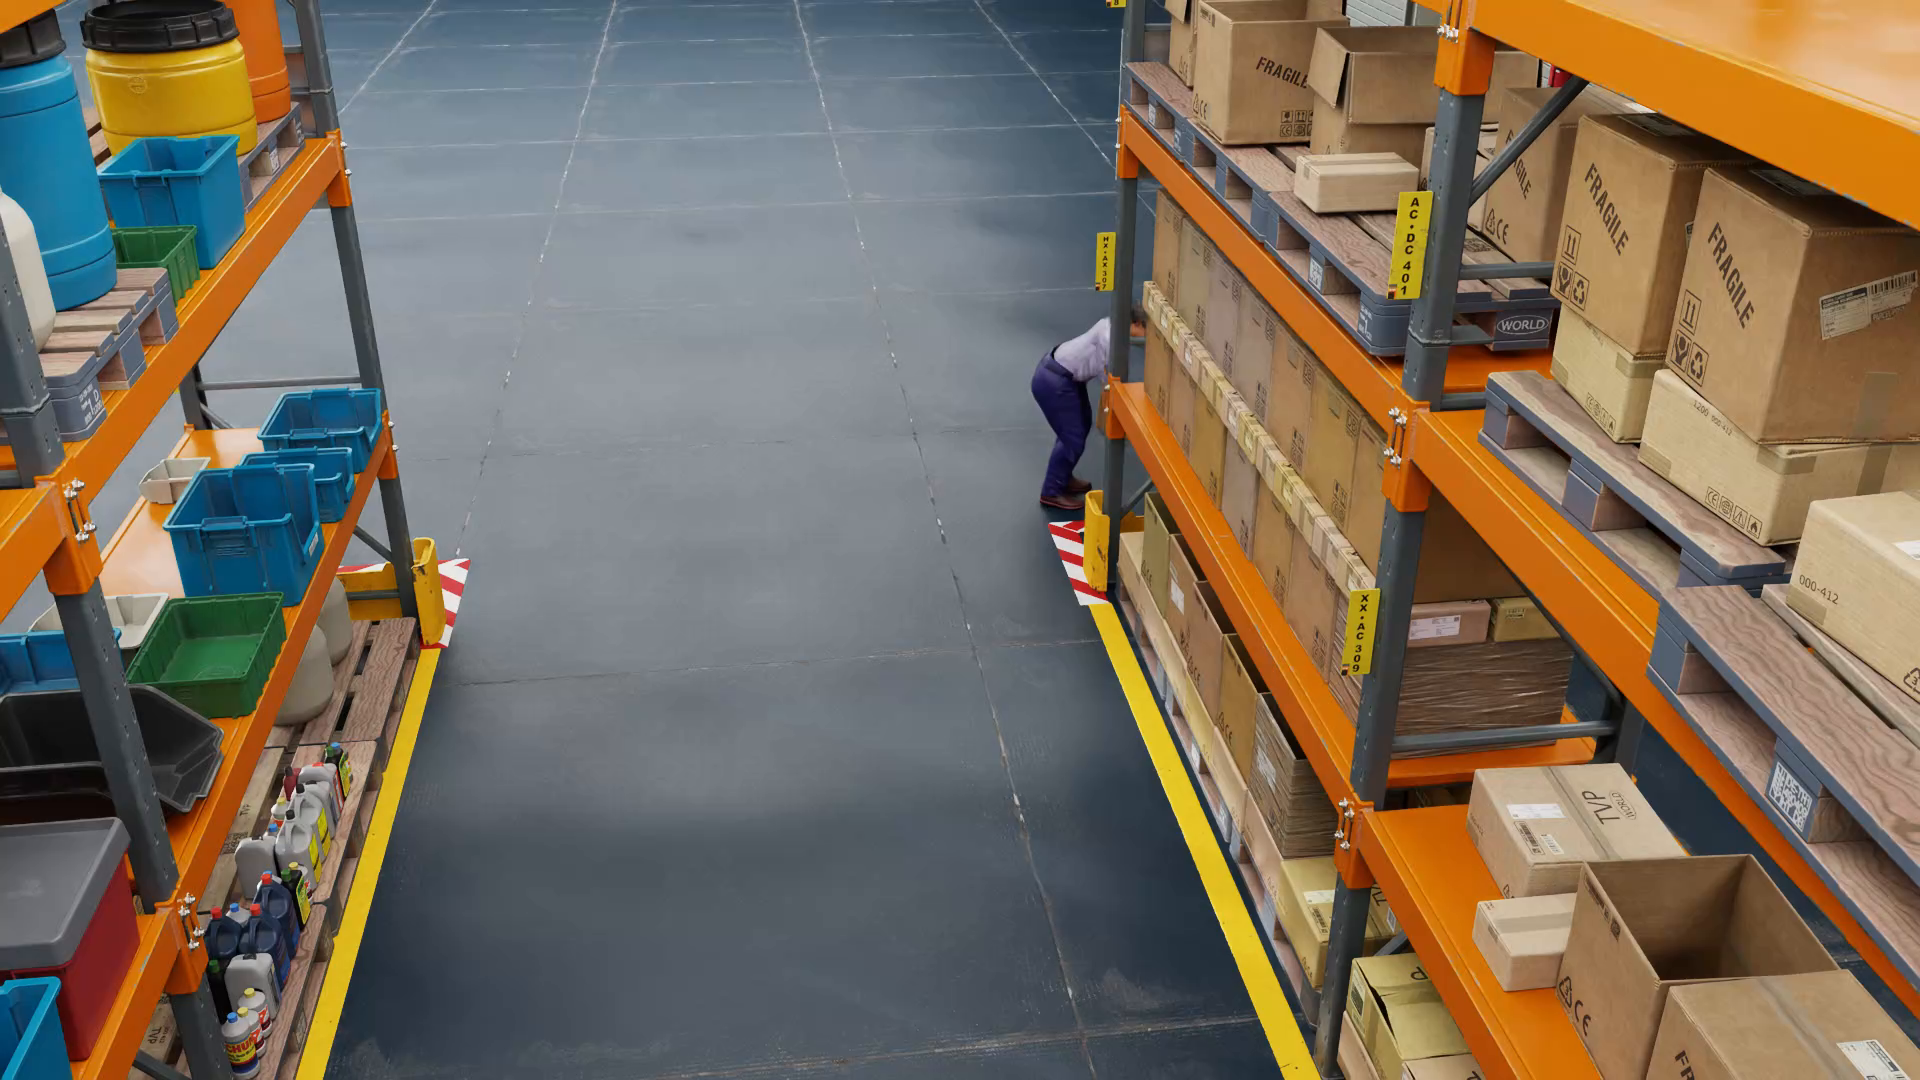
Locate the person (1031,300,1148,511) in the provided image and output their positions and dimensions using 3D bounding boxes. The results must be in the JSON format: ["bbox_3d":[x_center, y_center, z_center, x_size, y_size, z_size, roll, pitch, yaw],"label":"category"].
[{"bbox_3d":[0.854,-0.880,10.639,0.783,1.380,0.451,5,28,10],"label":"person"}]
